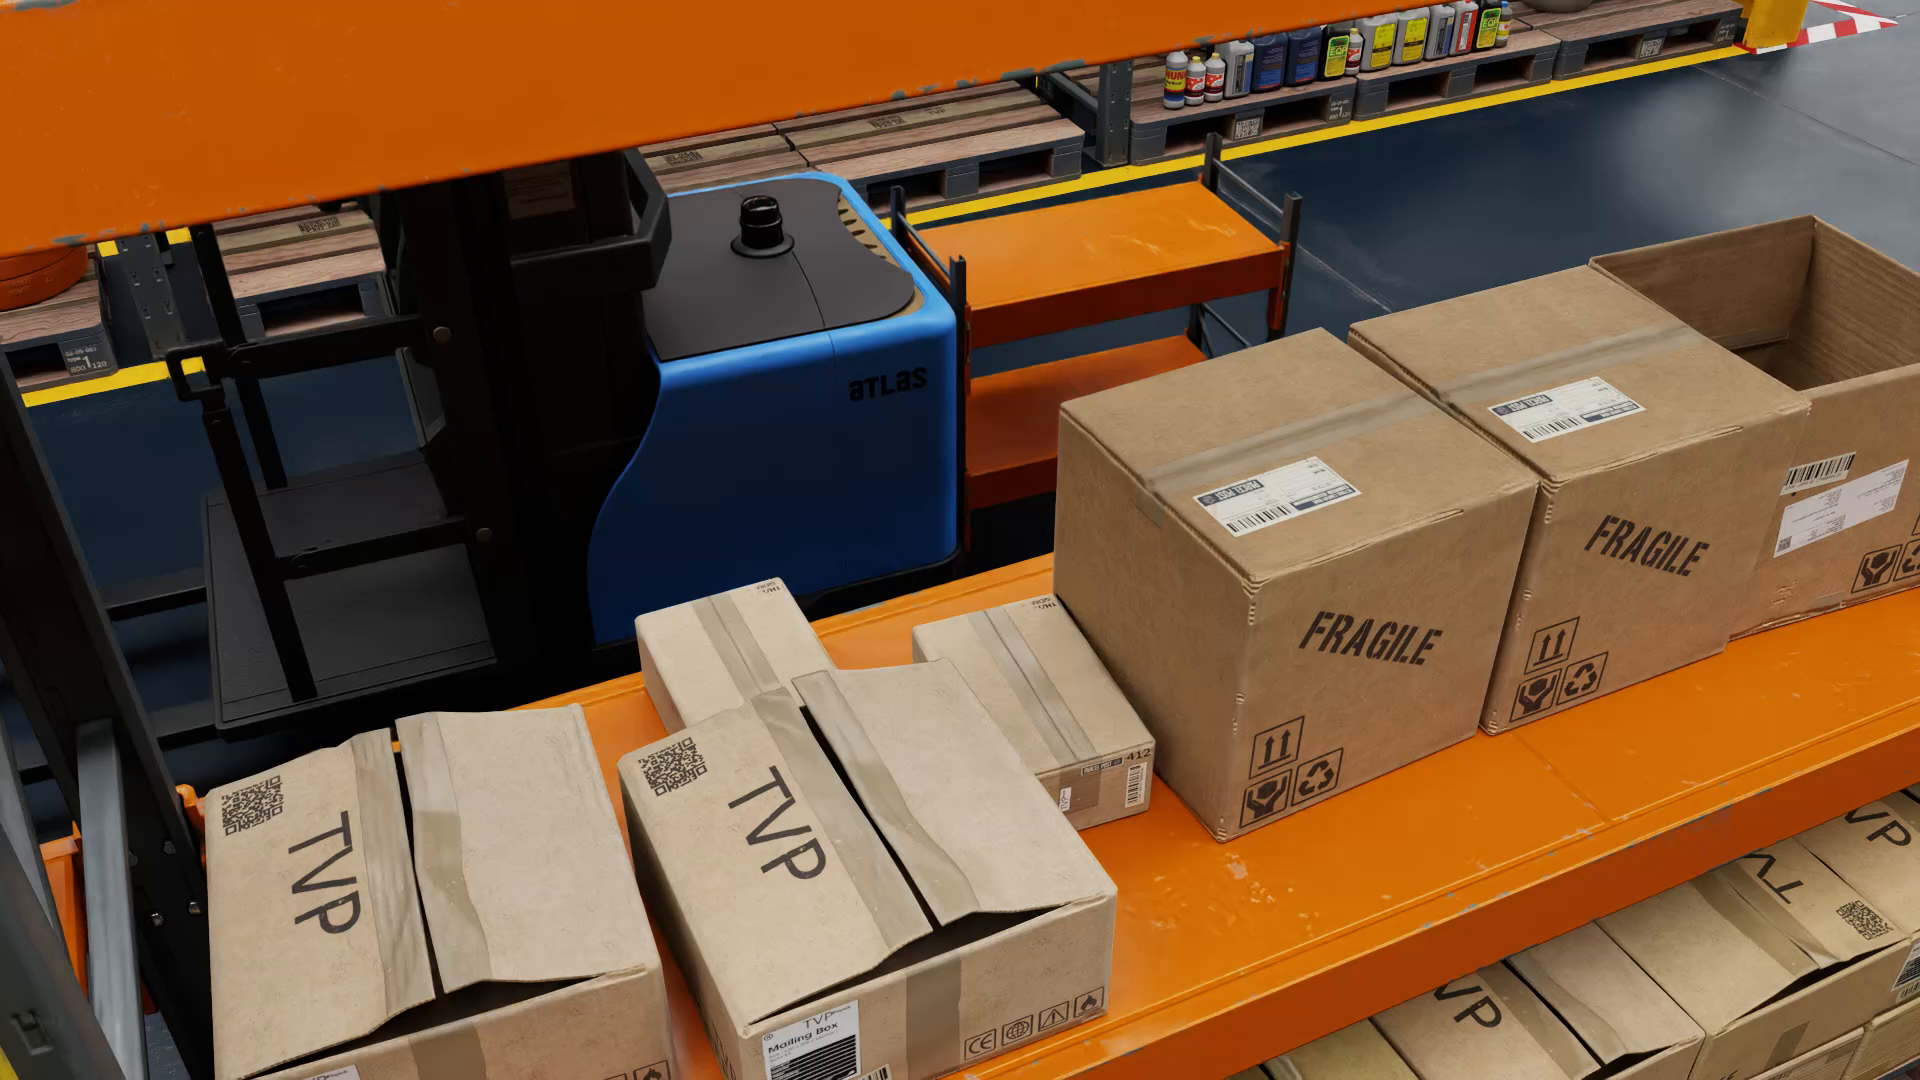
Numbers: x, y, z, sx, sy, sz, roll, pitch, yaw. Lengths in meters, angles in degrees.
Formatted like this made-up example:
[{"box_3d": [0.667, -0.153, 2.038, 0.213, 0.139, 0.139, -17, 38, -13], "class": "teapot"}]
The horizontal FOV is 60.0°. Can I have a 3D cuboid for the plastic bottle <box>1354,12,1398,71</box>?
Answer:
[{"box_3d": [1.956, -2.408, 7.833, 0.185, 0.351, 0.144, -16, 39, -20], "class": "plastic bottle"}]

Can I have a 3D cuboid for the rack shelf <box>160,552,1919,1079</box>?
[{"box_3d": [0.784, 0.308, 2.921, 4.000, 0.370, 1.077, -16, 39, -20], "class": "rack shelf"}]

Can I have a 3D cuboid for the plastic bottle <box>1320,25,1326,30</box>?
[{"box_3d": [1.689, -2.326, 7.789, 0.097, 0.271, 0.097, 0, 37, 0], "class": "plastic bottle"}]

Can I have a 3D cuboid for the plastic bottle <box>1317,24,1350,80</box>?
[{"box_3d": [1.739, -2.293, 7.734, 0.133, 0.283, 0.061, -14, 39, -18], "class": "plastic bottle"}]

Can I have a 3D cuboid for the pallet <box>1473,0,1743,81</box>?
[{"box_3d": [3.328, -2.805, 8.854, 1.213, 0.211, 1.003, -16, 39, -20], "class": "pallet"}]

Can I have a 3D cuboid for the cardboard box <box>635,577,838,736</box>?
[{"box_3d": [-0.329, 0.249, 2.607, 0.250, 0.149, 0.380, -16, 39, -20], "class": "cardboard box"}]

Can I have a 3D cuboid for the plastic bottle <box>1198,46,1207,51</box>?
[{"box_3d": [1.214, -2.536, 8.068, 0.135, 0.276, 0.152, -16, 39, -20], "class": "plastic bottle"}]

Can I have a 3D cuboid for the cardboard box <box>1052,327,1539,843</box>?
[{"box_3d": [0.486, 0.052, 2.579, 0.500, 0.500, 0.500, -18, 40, -22], "class": "cardboard box"}]

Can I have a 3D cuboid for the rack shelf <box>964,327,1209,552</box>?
[{"box_3d": [0.380, -0.330, 5.161, 1.000, 0.278, 0.538, -14, 39, -18], "class": "rack shelf"}]

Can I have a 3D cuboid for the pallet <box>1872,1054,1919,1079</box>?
[{"box_3d": [1.945, 0.840, 3.940, 1.213, 0.211, 1.003, -16, 39, -20], "class": "pallet"}]

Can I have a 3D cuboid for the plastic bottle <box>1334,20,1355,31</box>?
[{"box_3d": [1.871, -2.452, 7.955, 0.135, 0.276, 0.152, -16, 39, -20], "class": "plastic bottle"}]

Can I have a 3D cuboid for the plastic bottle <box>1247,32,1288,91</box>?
[{"box_3d": [1.401, -2.253, 7.624, 0.185, 0.351, 0.144, -15, 39, -19], "class": "plastic bottle"}]

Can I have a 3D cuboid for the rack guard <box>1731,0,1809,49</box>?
[{"box_3d": [4.066, -3.123, 9.041, 0.348, 0.500, 1.175, -16, 39, -20], "class": "rack guard"}]

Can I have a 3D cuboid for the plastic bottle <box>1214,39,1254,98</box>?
[{"box_3d": [1.249, -2.183, 7.592, 0.135, 0.276, 0.152, -14, 39, -18], "class": "plastic bottle"}]

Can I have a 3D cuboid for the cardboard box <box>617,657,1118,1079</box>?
[{"box_3d": [-0.134, 0.439, 2.215, 0.500, 0.311, 0.500, -16, 39, -20], "class": "cardboard box"}]

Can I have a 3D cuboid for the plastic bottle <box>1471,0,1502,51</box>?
[{"box_3d": [2.540, -2.517, 8.036, 0.133, 0.283, 0.061, -15, 39, -19], "class": "plastic bottle"}]

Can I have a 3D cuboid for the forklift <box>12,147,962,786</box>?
[{"box_3d": [-1.564, -0.833, 3.913, 3.031, 2.935, 1.130, -14, 39, -18], "class": "forklift"}]

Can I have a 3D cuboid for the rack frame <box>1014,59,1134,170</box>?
[{"box_3d": [0.494, -3.159, 6.992, 0.127, 3.000, 1.000, -16, 39, -20], "class": "rack frame"}]

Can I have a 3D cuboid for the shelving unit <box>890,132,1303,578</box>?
[{"box_3d": [0.380, -0.526, 5.015, 1.048, 1.125, 0.538, -14, 39, -18], "class": "shelving unit"}]

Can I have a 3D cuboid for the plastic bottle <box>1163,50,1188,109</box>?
[{"box_3d": [0.968, -2.085, 7.464, 0.097, 0.271, 0.097, 0, 37, 0], "class": "plastic bottle"}]

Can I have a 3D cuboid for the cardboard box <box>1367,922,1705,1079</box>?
[{"box_3d": [0.973, 0.866, 3.050, 0.500, 0.311, 0.500, -16, 39, -21], "class": "cardboard box"}]

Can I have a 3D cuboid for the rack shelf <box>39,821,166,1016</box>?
[{"box_3d": [-2.837, 1.320, 1.556, 4.000, 0.370, 1.077, -16, 39, -20], "class": "rack shelf"}]

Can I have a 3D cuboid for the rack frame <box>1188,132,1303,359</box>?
[{"box_3d": [0.852, -0.640, 5.168, 0.032, 1.125, 0.500, -14, 39, -18], "class": "rack frame"}]

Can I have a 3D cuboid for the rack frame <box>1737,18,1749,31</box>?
[{"box_3d": [4.115, -4.172, 8.357, 0.127, 3.000, 1.000, -16, 39, -20], "class": "rack frame"}]

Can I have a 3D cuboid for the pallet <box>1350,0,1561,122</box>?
[{"box_3d": [2.225, -2.498, 8.441, 1.213, 0.211, 1.003, -16, 39, -20], "class": "pallet"}]

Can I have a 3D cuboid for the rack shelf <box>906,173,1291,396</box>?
[{"box_3d": [0.380, -0.761, 4.841, 1.000, 0.278, 0.538, -14, 39, -18], "class": "rack shelf"}]

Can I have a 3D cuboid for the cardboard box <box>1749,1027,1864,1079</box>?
[{"box_3d": [1.421, 0.967, 3.385, 0.500, 0.250, 0.500, -15, 39, -19], "class": "cardboard box"}]

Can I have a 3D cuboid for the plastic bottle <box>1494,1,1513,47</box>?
[{"box_3d": [2.638, -2.523, 8.114, 0.097, 0.201, 0.097, 0, 37, 0], "class": "plastic bottle"}]

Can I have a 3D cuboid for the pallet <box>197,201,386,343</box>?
[{"box_3d": [-2.409, -1.202, 6.694, 1.213, 0.211, 1.003, -16, 39, -20], "class": "pallet"}]

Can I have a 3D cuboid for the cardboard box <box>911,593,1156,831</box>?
[{"box_3d": [0.104, 0.273, 2.575, 0.250, 0.149, 0.380, -13, 38, -17], "class": "cardboard box"}]

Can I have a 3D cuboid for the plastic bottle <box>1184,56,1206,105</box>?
[{"box_3d": [1.060, -2.082, 7.519, 0.097, 0.201, 0.097, 0, 37, 0], "class": "plastic bottle"}]

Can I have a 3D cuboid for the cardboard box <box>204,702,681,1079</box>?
[{"box_3d": [-0.678, 0.492, 2.143, 0.500, 0.311, 0.500, -13, 39, -17], "class": "cardboard box"}]

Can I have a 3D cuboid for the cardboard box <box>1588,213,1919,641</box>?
[{"box_3d": [1.416, -0.209, 2.929, 0.500, 0.500, 0.500, -13, 38, -17], "class": "cardboard box"}]

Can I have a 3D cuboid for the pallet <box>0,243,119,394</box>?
[{"box_3d": [-3.823, -0.805, 6.158, 1.213, 0.211, 1.003, -16, 39, -20], "class": "pallet"}]

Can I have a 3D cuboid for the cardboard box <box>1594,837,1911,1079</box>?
[{"box_3d": [1.429, 0.740, 3.219, 0.500, 0.311, 0.500, -16, 39, -20], "class": "cardboard box"}]

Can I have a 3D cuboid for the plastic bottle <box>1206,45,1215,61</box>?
[{"box_3d": [1.204, -2.243, 7.667, 0.133, 0.283, 0.061, -16, 39, -20], "class": "plastic bottle"}]

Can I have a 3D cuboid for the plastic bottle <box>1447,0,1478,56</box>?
[{"box_3d": [2.399, -2.504, 8.026, 0.135, 0.276, 0.152, -15, 39, -20], "class": "plastic bottle"}]

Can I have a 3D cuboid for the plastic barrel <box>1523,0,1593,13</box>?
[{"box_3d": [3.098, -3.007, 8.522, 0.421, 0.512, 0.421, 0, 37, 0], "class": "plastic barrel"}]

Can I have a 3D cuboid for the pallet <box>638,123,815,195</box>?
[{"box_3d": [-1.307, -1.509, 7.107, 1.213, 0.211, 1.003, -16, 39, -20], "class": "pallet"}]

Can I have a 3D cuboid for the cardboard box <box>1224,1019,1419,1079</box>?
[{"box_3d": [0.507, 0.996, 2.874, 0.500, 0.311, 0.500, -17, 40, -21], "class": "cardboard box"}]

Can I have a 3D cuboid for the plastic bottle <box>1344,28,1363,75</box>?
[{"box_3d": [1.838, -2.300, 7.812, 0.097, 0.201, 0.097, 0, 37, 0], "class": "plastic bottle"}]

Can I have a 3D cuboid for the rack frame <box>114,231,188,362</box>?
[{"box_3d": [-3.127, -2.147, 5.627, 0.127, 3.000, 1.000, -16, 39, -20], "class": "rack frame"}]

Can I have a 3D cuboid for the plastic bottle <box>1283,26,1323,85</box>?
[{"box_3d": [1.572, -2.301, 7.688, 0.185, 0.351, 0.144, -17, 40, -22], "class": "plastic bottle"}]

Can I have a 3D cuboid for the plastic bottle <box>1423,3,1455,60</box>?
[{"box_3d": [2.273, -2.469, 7.978, 0.135, 0.276, 0.152, -17, 40, -21], "class": "plastic bottle"}]

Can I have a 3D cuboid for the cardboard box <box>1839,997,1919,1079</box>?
[{"box_3d": [1.884, 0.837, 3.559, 0.500, 0.250, 0.500, -16, 40, -21], "class": "cardboard box"}]

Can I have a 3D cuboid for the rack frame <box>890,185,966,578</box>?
[{"box_3d": [-0.091, -0.413, 4.863, 0.032, 1.125, 0.500, -14, 39, -18], "class": "rack frame"}]

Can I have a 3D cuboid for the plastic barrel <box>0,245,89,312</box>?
[{"box_3d": [-3.563, -1.311, 5.969, 0.708, 0.830, 0.600, -16, 39, -20], "class": "plastic barrel"}]

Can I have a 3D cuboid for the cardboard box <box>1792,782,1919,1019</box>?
[{"box_3d": [1.882, 0.615, 3.387, 0.500, 0.311, 0.500, -15, 39, -19], "class": "cardboard box"}]

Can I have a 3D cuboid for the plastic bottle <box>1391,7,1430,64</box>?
[{"box_3d": [2.125, -2.455, 7.897, 0.185, 0.351, 0.144, -14, 39, -18], "class": "plastic bottle"}]

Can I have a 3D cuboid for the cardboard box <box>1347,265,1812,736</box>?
[{"box_3d": [0.963, -0.082, 2.758, 0.500, 0.500, 0.500, -16, 39, -20], "class": "cardboard box"}]

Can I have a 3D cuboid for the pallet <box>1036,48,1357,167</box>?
[{"box_3d": [1.119, -2.187, 8.021, 1.213, 0.211, 1.003, -16, 39, -20], "class": "pallet"}]

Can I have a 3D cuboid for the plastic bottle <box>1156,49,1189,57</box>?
[{"box_3d": [1.016, -2.513, 7.974, 0.185, 0.351, 0.144, -16, 39, -20], "class": "plastic bottle"}]

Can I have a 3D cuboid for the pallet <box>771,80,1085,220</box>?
[{"box_3d": [-0.201, -1.820, 7.526, 1.213, 0.211, 1.003, -16, 39, -20], "class": "pallet"}]
